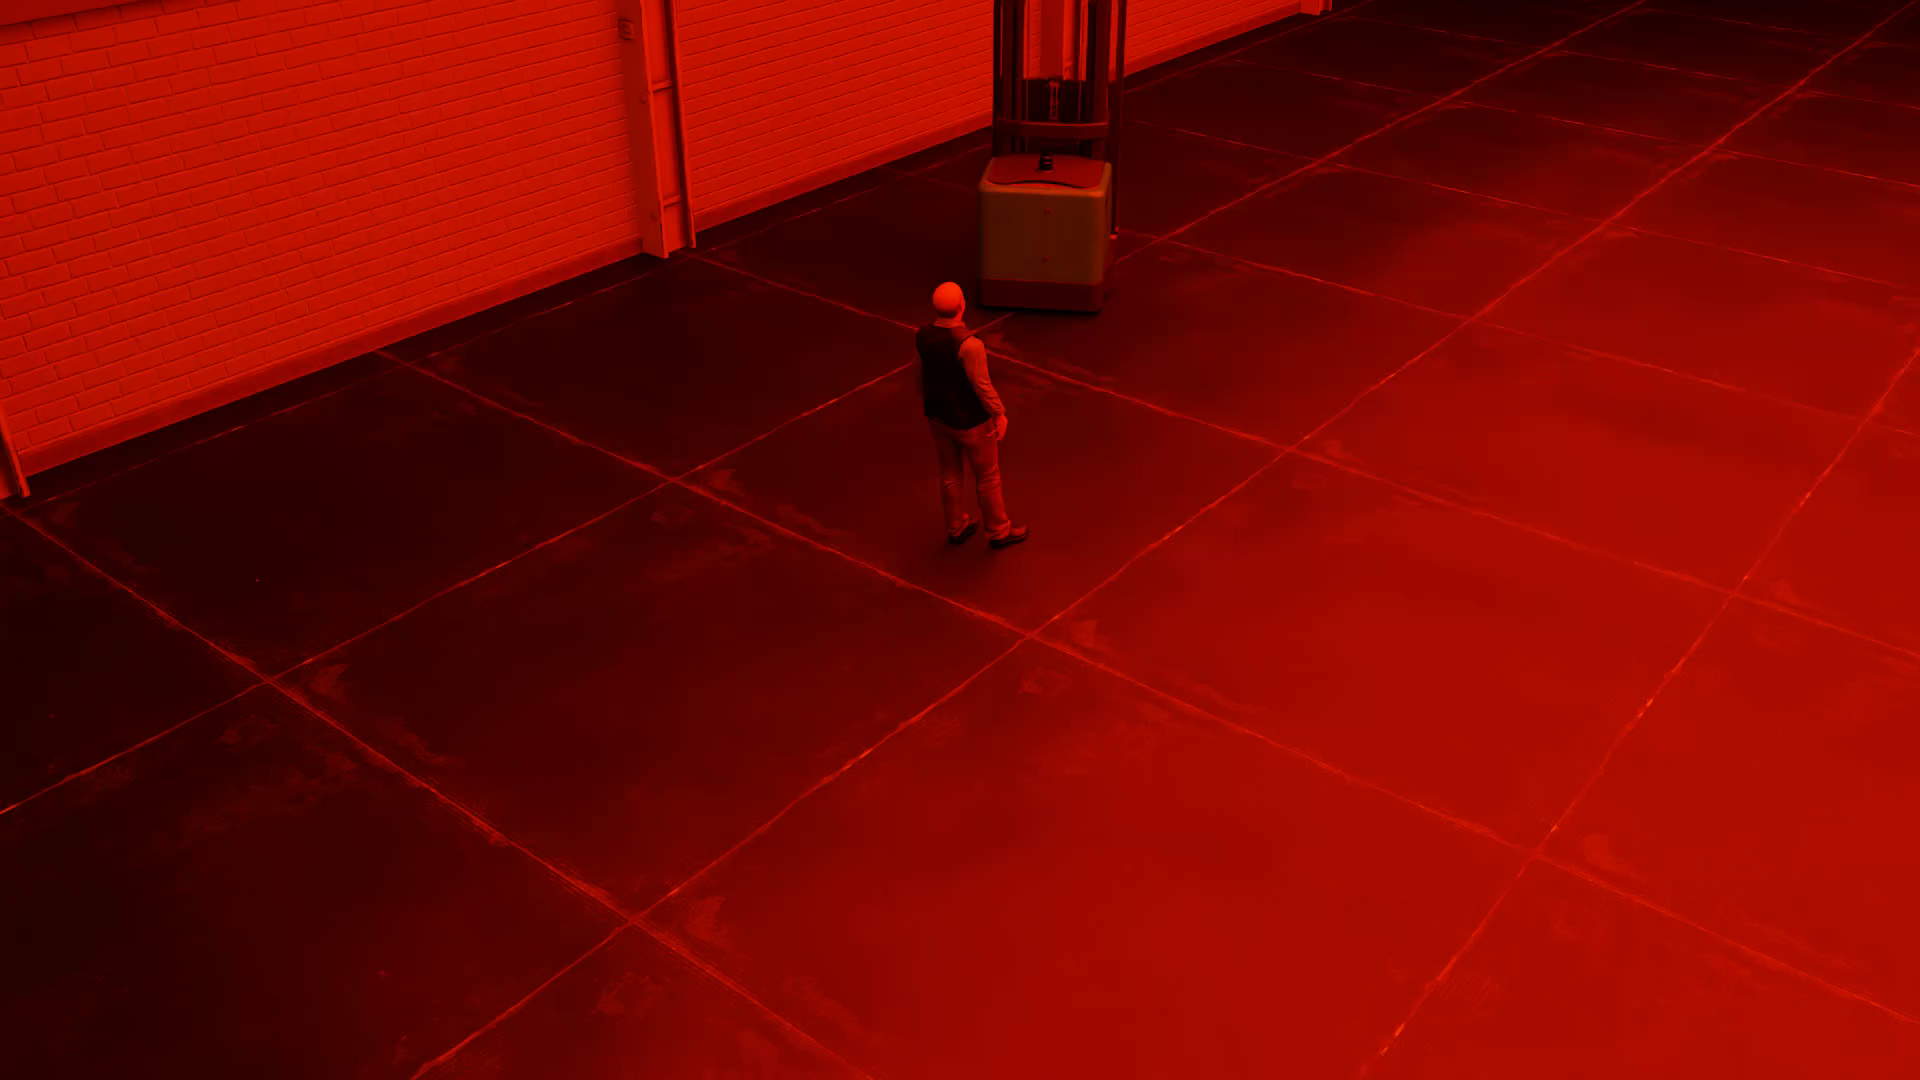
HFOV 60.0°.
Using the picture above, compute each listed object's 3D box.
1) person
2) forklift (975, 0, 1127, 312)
[{"bbox_3d":[0.045,-0.771,10.099,0.632,1.720,0.568,22,37,33],"label":"person"},{"bbox_3d":[0.856,-3.848,14.180,1.130,2.935,3.031,4,31,7],"label":"forklift"}]
